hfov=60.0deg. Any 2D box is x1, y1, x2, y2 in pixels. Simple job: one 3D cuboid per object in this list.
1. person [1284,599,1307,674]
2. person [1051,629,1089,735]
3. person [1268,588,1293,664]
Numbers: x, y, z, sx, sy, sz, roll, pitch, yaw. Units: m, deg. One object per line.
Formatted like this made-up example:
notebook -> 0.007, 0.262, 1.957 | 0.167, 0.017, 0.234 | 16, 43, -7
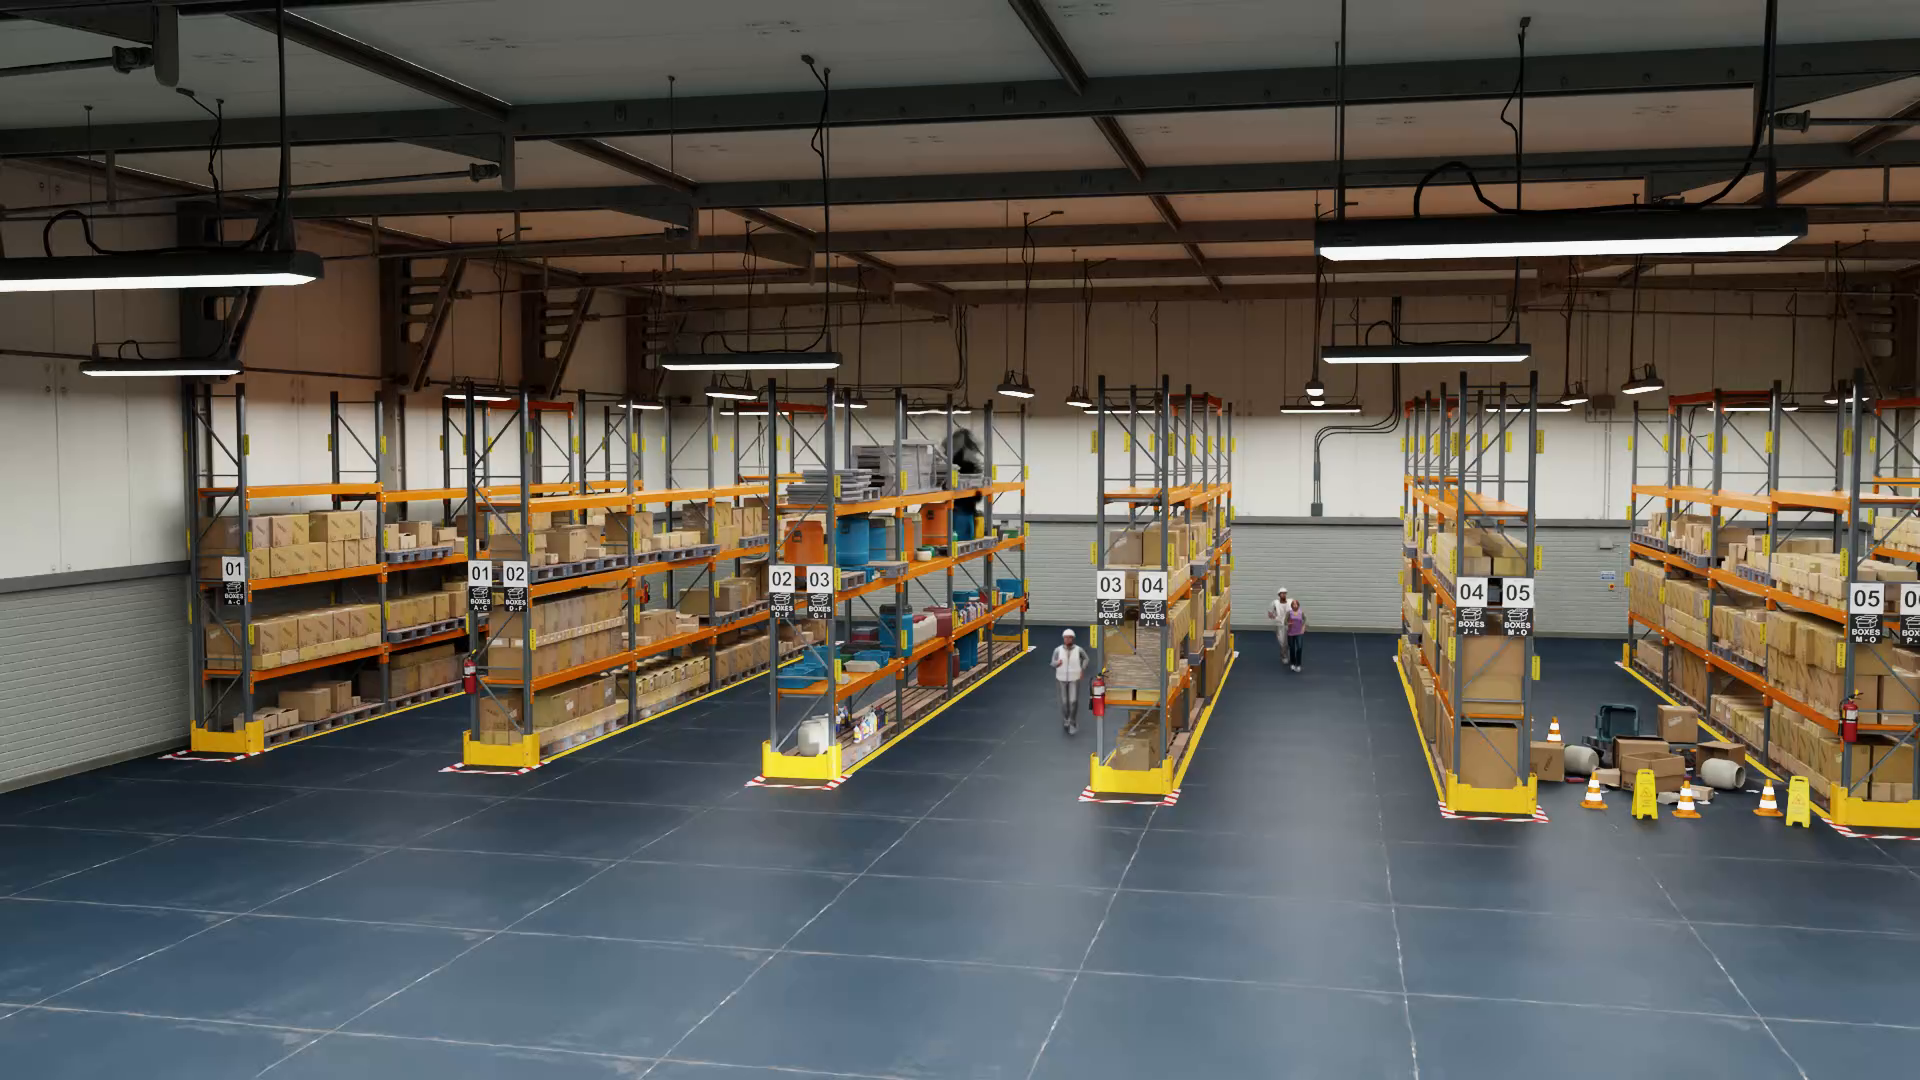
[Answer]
person -> 7.363, 2.116, 36.505 | 0.518, 1.630, 0.665 | 0, 3, 8
person -> 1.895, 2.462, 28.945 | 0.639, 1.825, 0.734 | 1, 3, 13
person -> 7.383, 1.962, 37.876 | 0.721, 1.741, 0.517 | 0, 3, 0
